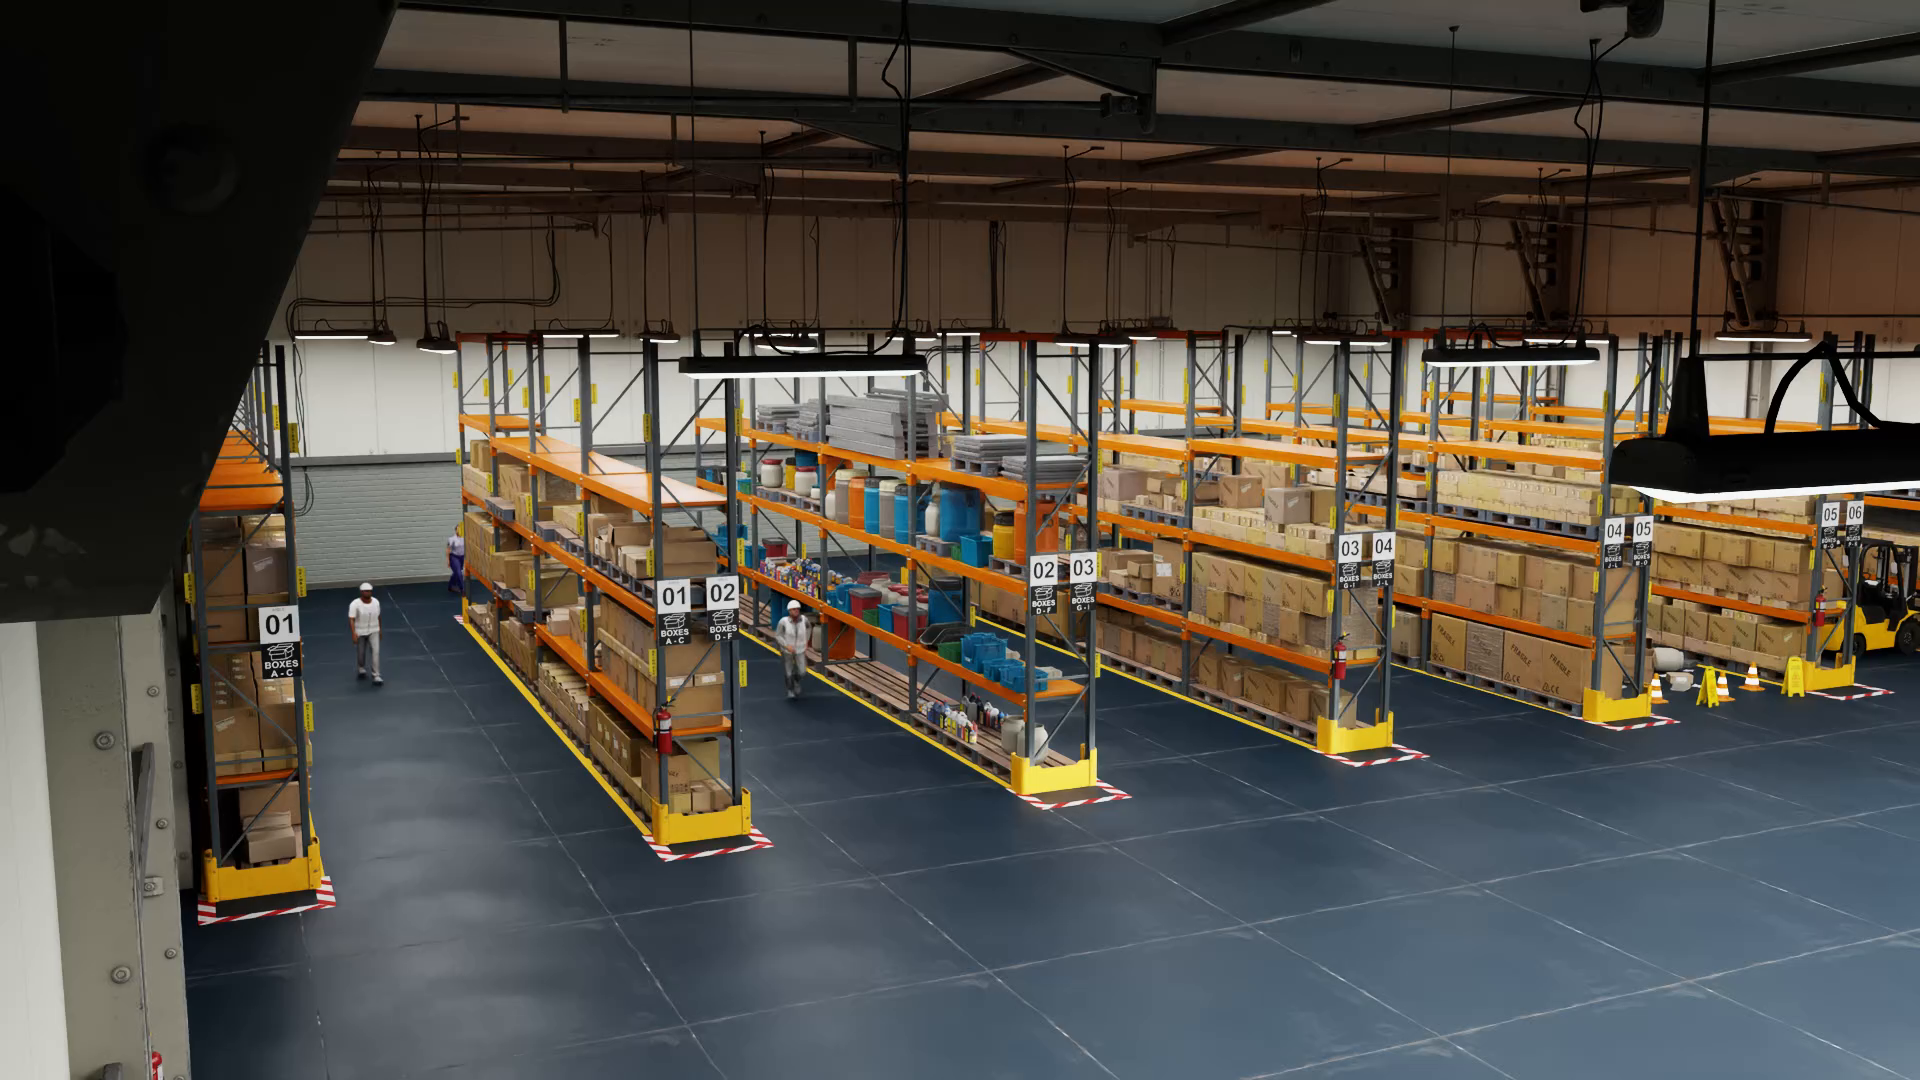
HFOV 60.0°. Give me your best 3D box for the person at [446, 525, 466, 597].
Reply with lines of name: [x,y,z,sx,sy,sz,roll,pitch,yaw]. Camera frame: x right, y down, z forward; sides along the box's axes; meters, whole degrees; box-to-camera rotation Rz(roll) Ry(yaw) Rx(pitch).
person: [-11.349,0.451,37.679,0.996,1.607,0.500,5,9,33]

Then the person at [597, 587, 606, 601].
person: [-7.850,0.647,36.066,0.684,1.655,0.569,-3,8,-23]

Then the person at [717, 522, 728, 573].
person: [-5.394,0.337,38.667,0.979,1.536,0.407,4,9,28]

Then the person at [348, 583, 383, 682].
person: [-10.304,1.594,28.862,0.578,1.714,1.093,-4,9,-28]

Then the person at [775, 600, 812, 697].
person: [-2.745,1.802,27.463,0.661,1.687,0.730,-2,8,-14]
